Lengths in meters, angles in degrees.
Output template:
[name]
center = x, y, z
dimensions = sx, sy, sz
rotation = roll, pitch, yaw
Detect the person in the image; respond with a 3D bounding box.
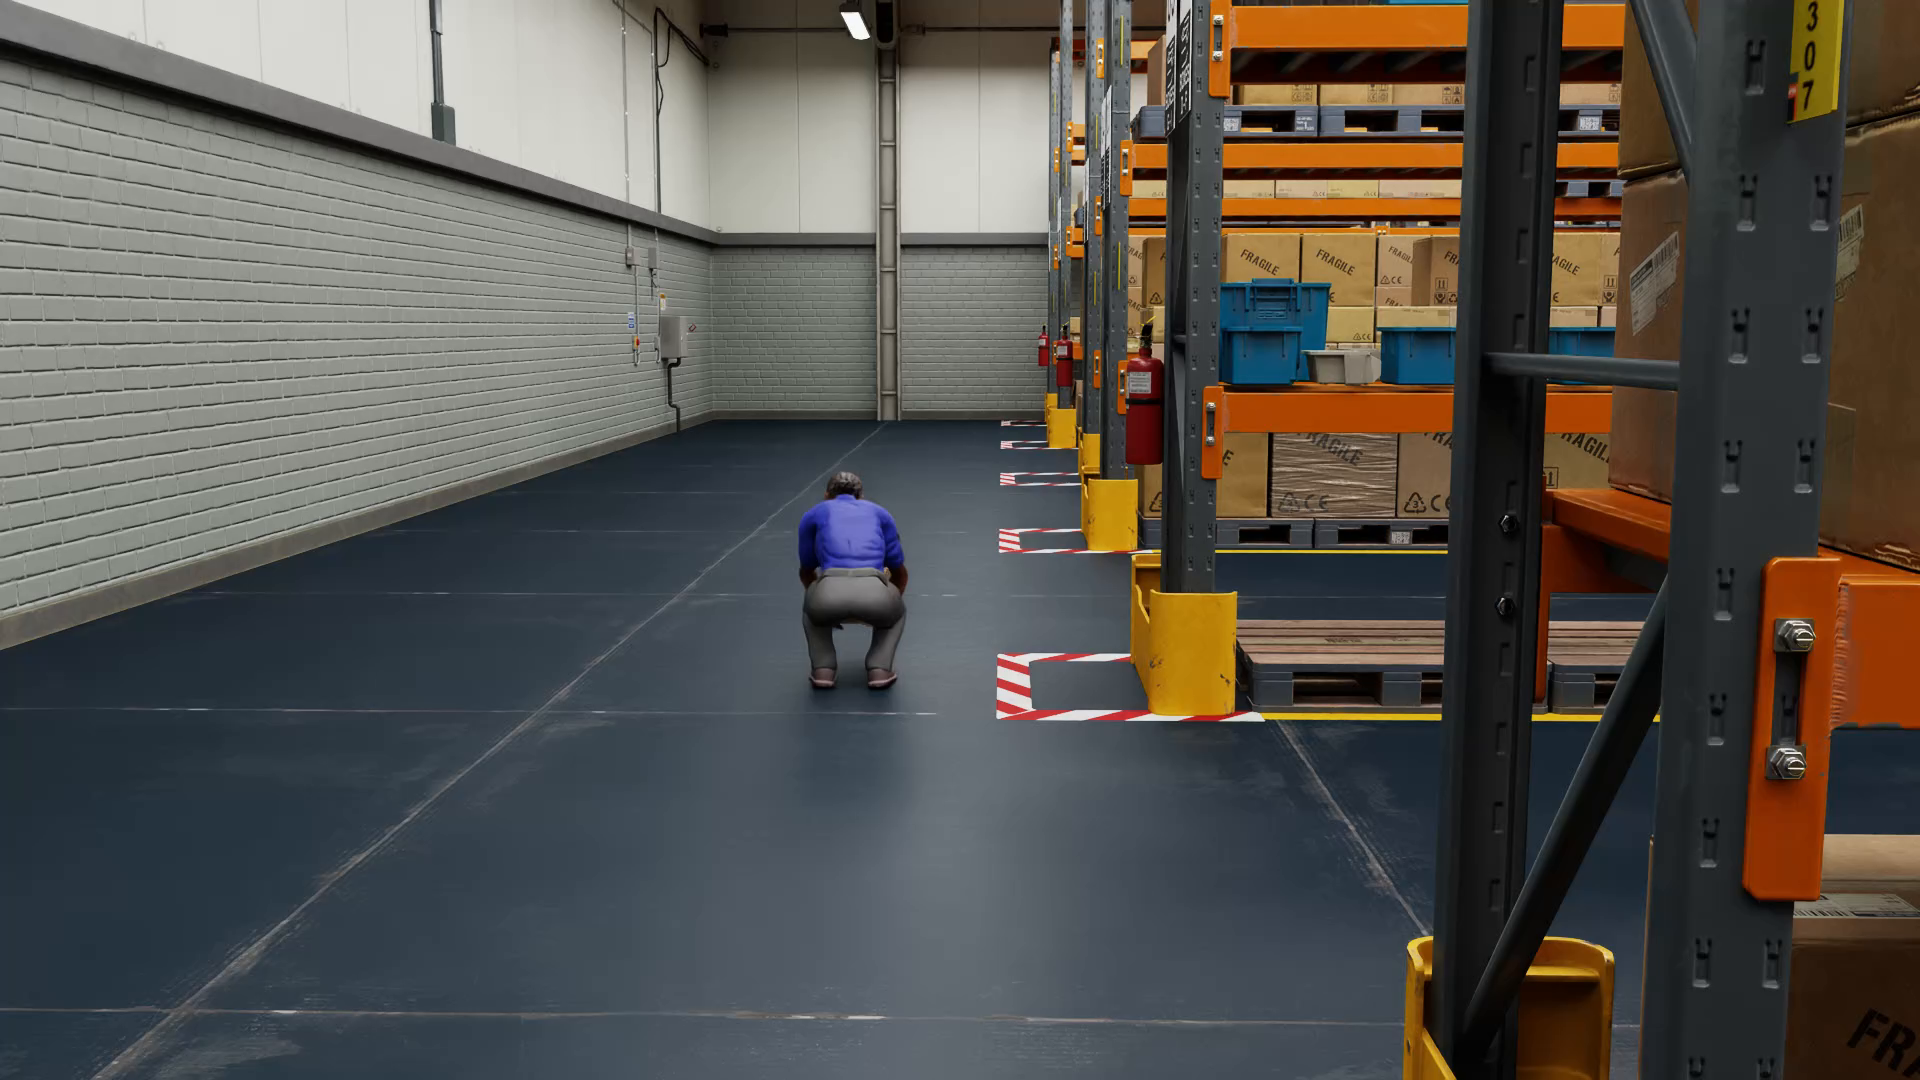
[person]
center = -0.491, 0.170, 7.443
dimensions = 0.499, 0.913, 0.827
rotation = 0, 7, 1
